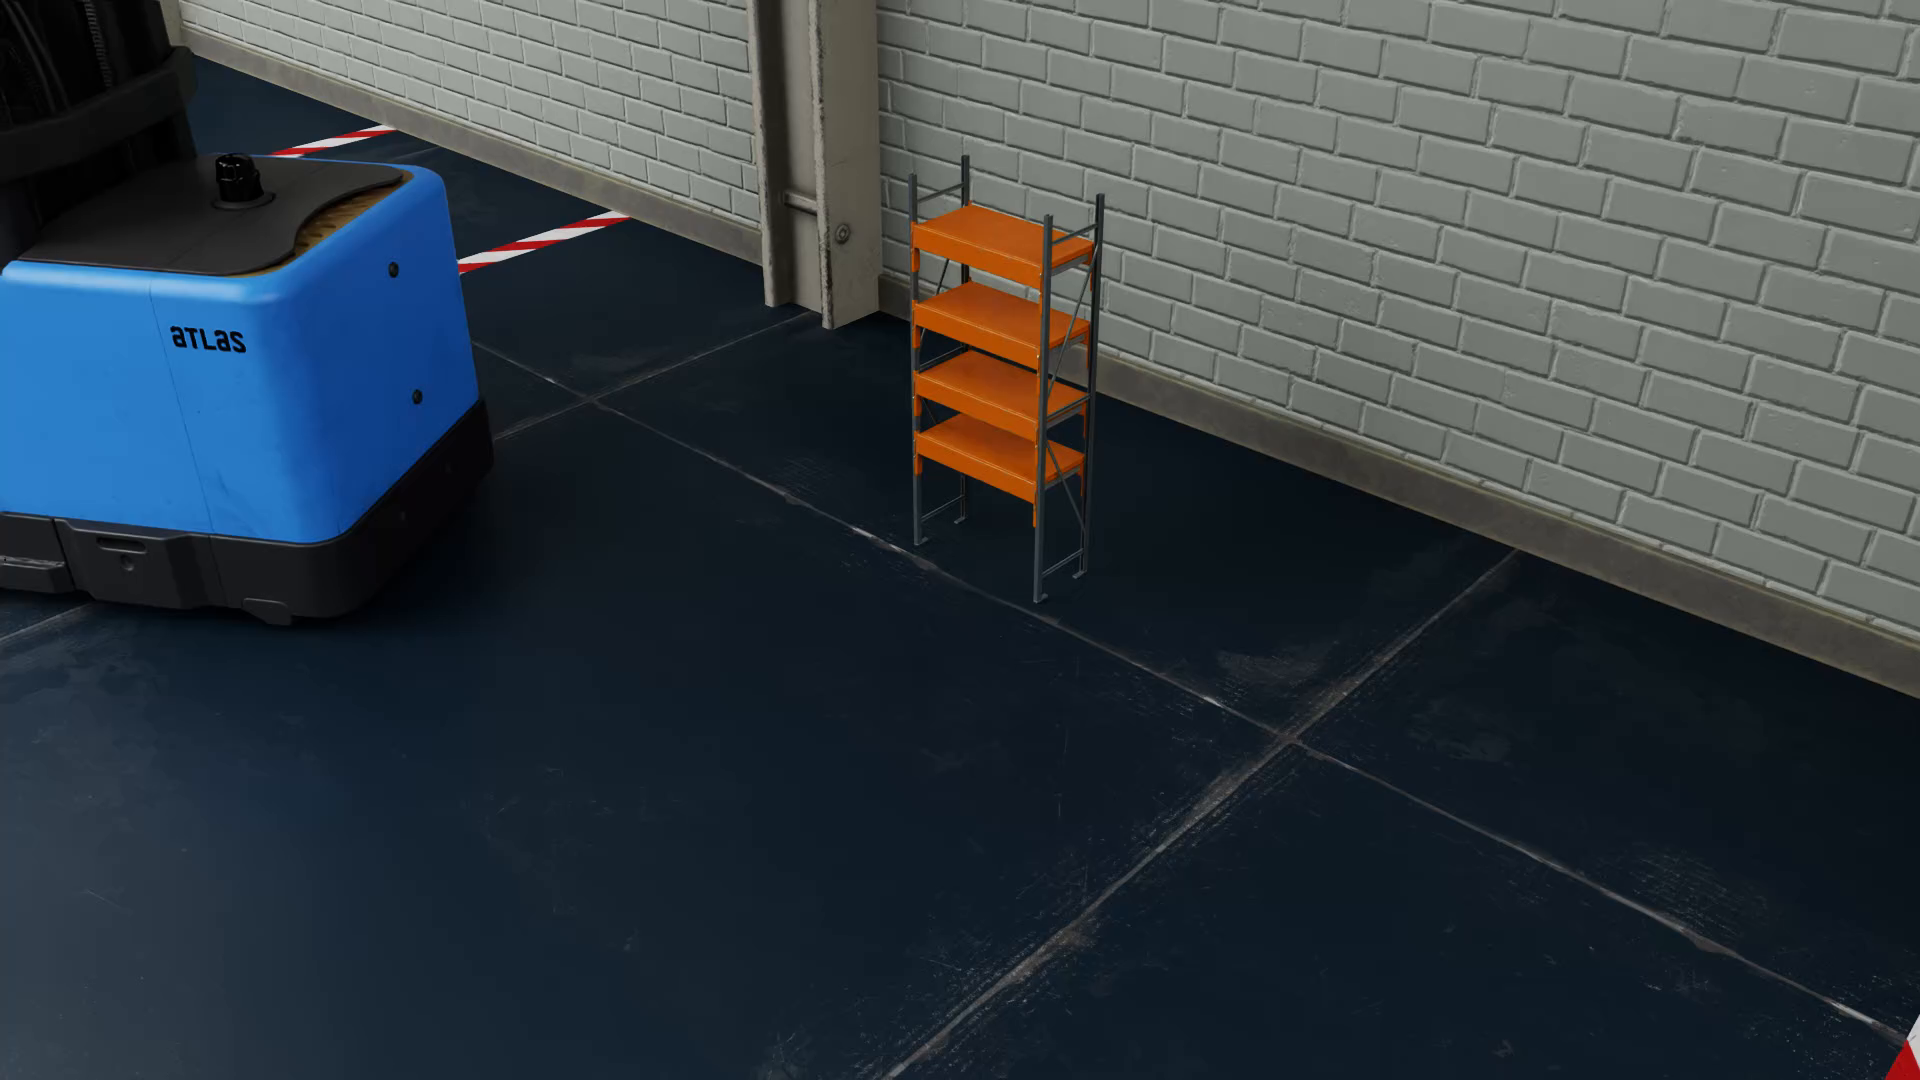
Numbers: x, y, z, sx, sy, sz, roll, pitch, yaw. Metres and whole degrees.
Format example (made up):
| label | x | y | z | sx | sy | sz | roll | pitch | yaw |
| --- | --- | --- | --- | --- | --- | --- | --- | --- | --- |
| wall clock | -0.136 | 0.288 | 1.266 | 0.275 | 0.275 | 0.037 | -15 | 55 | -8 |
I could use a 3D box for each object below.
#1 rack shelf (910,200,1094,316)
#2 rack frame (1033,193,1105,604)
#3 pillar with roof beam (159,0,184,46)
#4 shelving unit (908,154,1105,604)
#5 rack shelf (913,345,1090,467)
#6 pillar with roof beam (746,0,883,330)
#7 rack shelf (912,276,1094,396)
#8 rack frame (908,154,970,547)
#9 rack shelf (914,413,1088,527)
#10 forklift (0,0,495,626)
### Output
| label | x | y | z | sx | sy | sz | roll | pitch | yaw |
| --- | --- | --- | --- | --- | --- | --- | --- | --- | --- |
| rack shelf | 0.123 | -0.793 | 4.643 | 0.480 | 0.148 | 0.258 | 25 | 39 | 35 |
| rack frame | 0.304 | -0.372 | 4.705 | 0.015 | 1.200 | 0.240 | 25 | 39 | 35 |
| pillar with roof beam | -7.896 | -5.252 | 5.249 | 0.400 | 9.000 | 9.100 | 25 | 39 | 35 |
| shelving unit | 0.123 | -0.457 | 4.845 | 0.503 | 1.200 | 0.258 | 25 | 39 | 35 |
| rack shelf | 0.123 | -0.399 | 4.880 | 0.480 | 0.148 | 0.258 | 25 | 39 | 35 |
| pillar with roof beam | -3.447 | -3.175 | 1.800 | 0.400 | 9.000 | 9.100 | 25 | 39 | 35 |
| rack shelf | 0.123 | -0.591 | 4.765 | 0.480 | 0.148 | 0.258 | 25 | 39 | 35 |
| rack frame | -0.058 | -0.541 | 4.986 | 0.015 | 1.200 | 0.240 | 25 | 39 | 35 |
| rack shelf | 0.123 | -0.229 | 4.982 | 0.480 | 0.148 | 0.258 | 25 | 39 | 35 |
| forklift | -3.120 | -1.378 | 4.697 | 3.031 | 2.935 | 1.130 | 6 | 32 | 10 |
